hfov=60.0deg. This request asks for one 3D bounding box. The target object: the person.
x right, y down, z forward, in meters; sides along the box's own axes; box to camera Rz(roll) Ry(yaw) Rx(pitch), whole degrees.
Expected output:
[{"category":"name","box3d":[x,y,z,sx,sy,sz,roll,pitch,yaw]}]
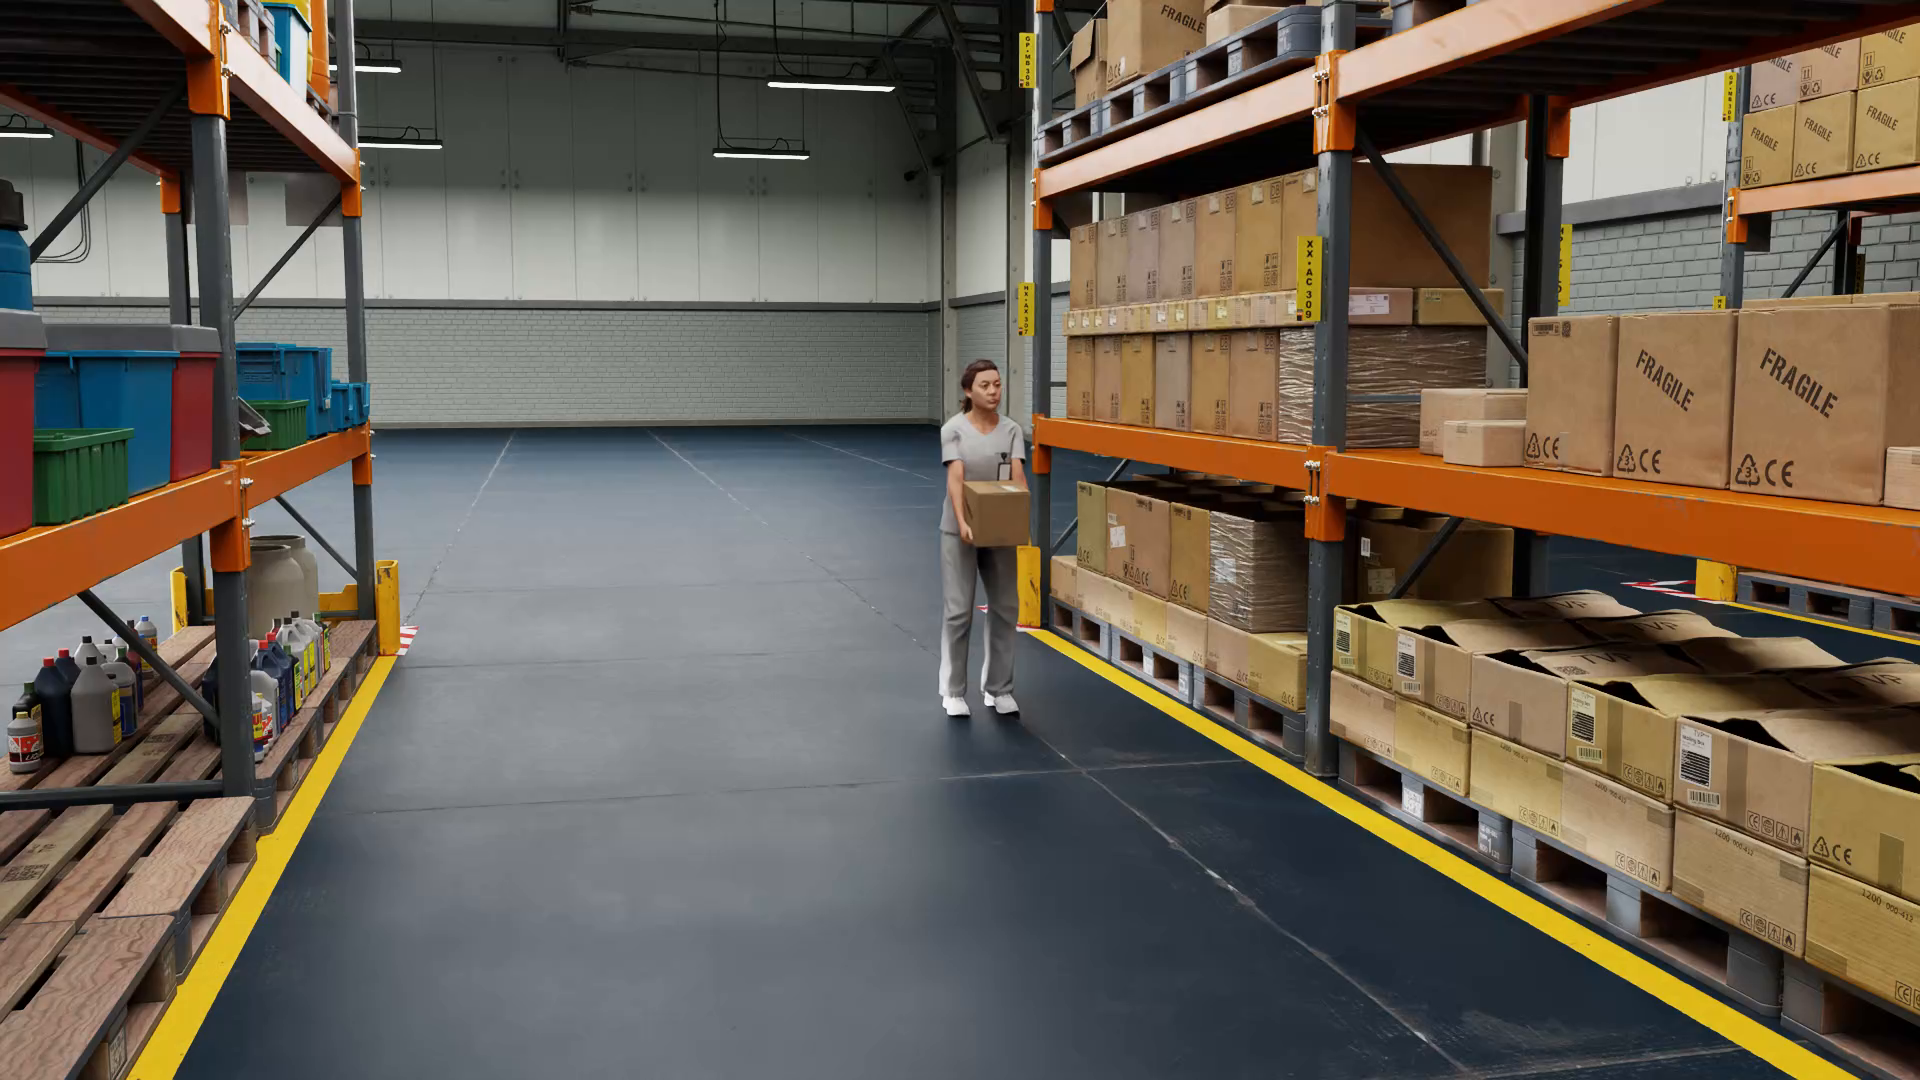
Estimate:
[{"category":"person","box3d":[0.122,-0.006,7.765,0.411,1.668,0.501,-2,6,-16]}]
